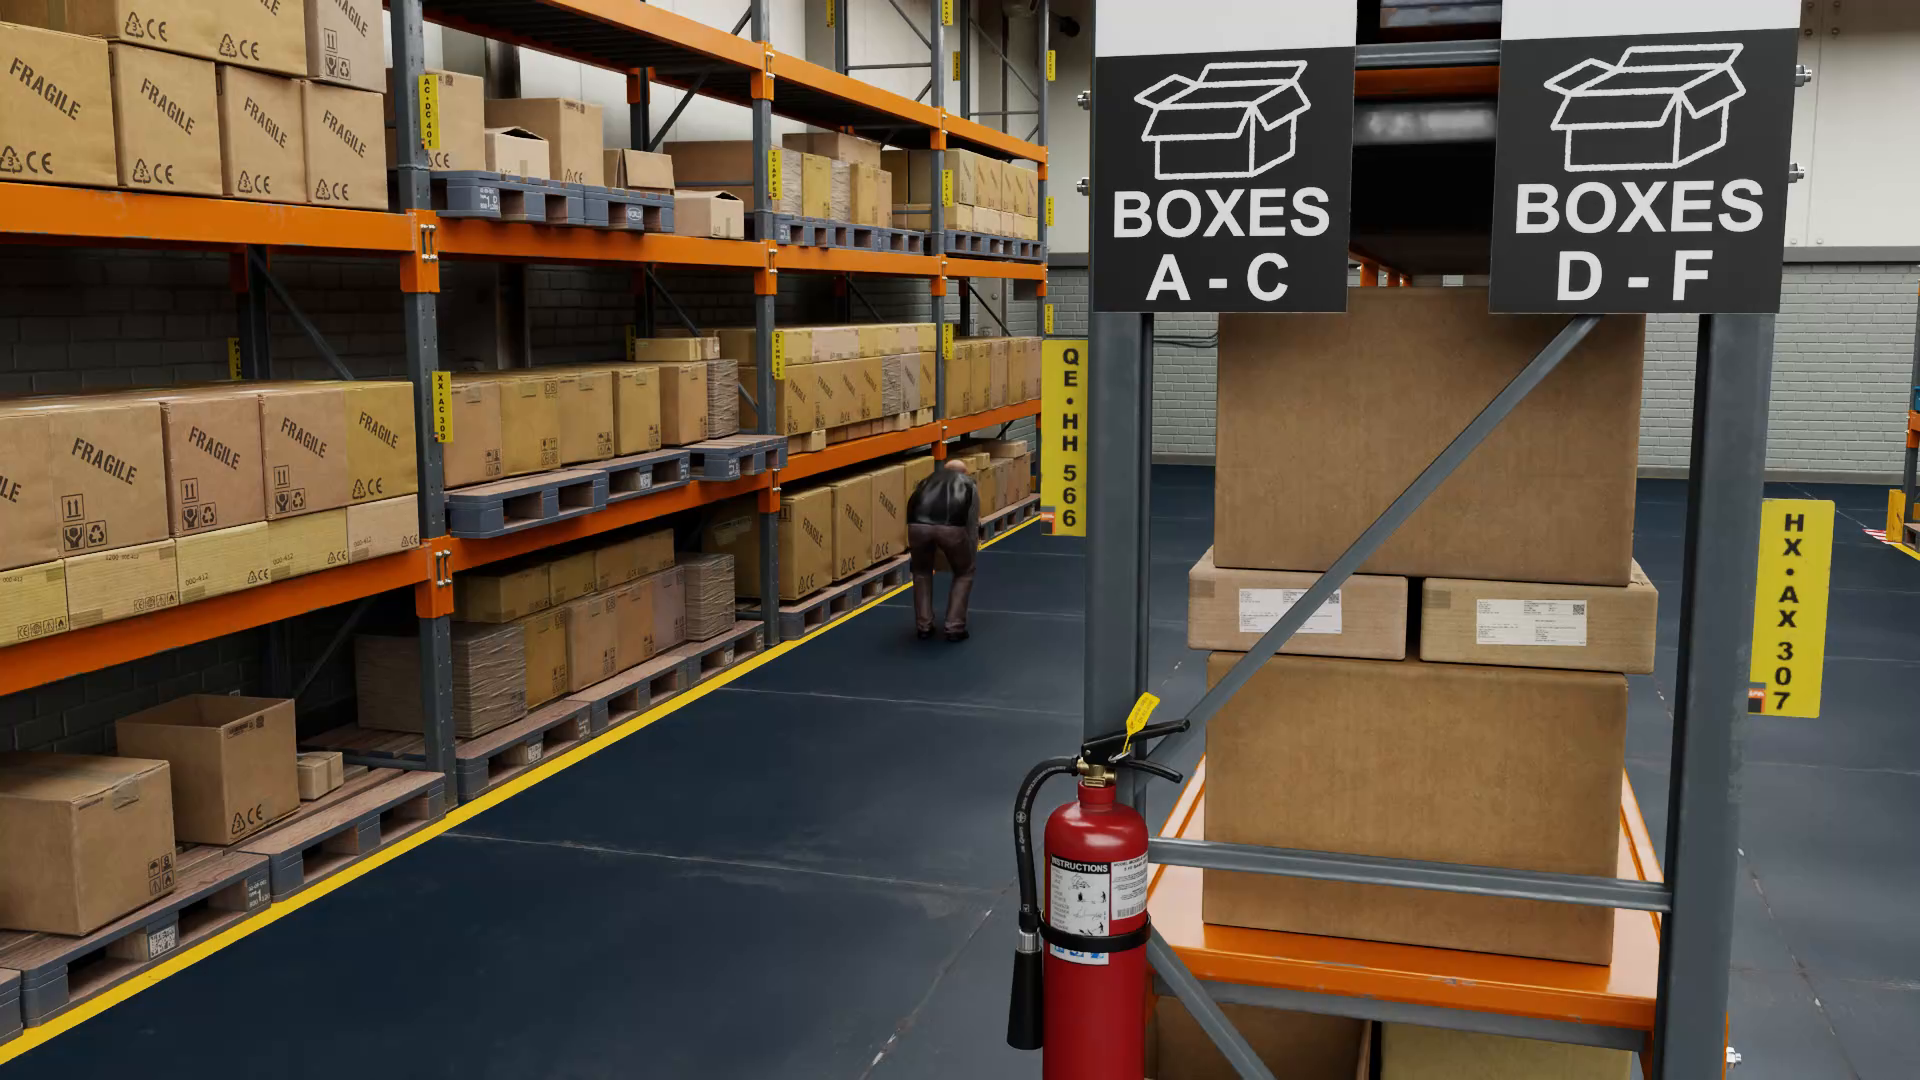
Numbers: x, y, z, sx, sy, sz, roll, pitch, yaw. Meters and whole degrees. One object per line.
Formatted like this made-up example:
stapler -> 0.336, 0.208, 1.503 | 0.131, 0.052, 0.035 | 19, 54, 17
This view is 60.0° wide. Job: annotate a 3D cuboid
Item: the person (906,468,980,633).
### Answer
person -> -0.133, 0.071, 12.025 | 0.479, 1.143, 0.708 | 2, 8, 13
